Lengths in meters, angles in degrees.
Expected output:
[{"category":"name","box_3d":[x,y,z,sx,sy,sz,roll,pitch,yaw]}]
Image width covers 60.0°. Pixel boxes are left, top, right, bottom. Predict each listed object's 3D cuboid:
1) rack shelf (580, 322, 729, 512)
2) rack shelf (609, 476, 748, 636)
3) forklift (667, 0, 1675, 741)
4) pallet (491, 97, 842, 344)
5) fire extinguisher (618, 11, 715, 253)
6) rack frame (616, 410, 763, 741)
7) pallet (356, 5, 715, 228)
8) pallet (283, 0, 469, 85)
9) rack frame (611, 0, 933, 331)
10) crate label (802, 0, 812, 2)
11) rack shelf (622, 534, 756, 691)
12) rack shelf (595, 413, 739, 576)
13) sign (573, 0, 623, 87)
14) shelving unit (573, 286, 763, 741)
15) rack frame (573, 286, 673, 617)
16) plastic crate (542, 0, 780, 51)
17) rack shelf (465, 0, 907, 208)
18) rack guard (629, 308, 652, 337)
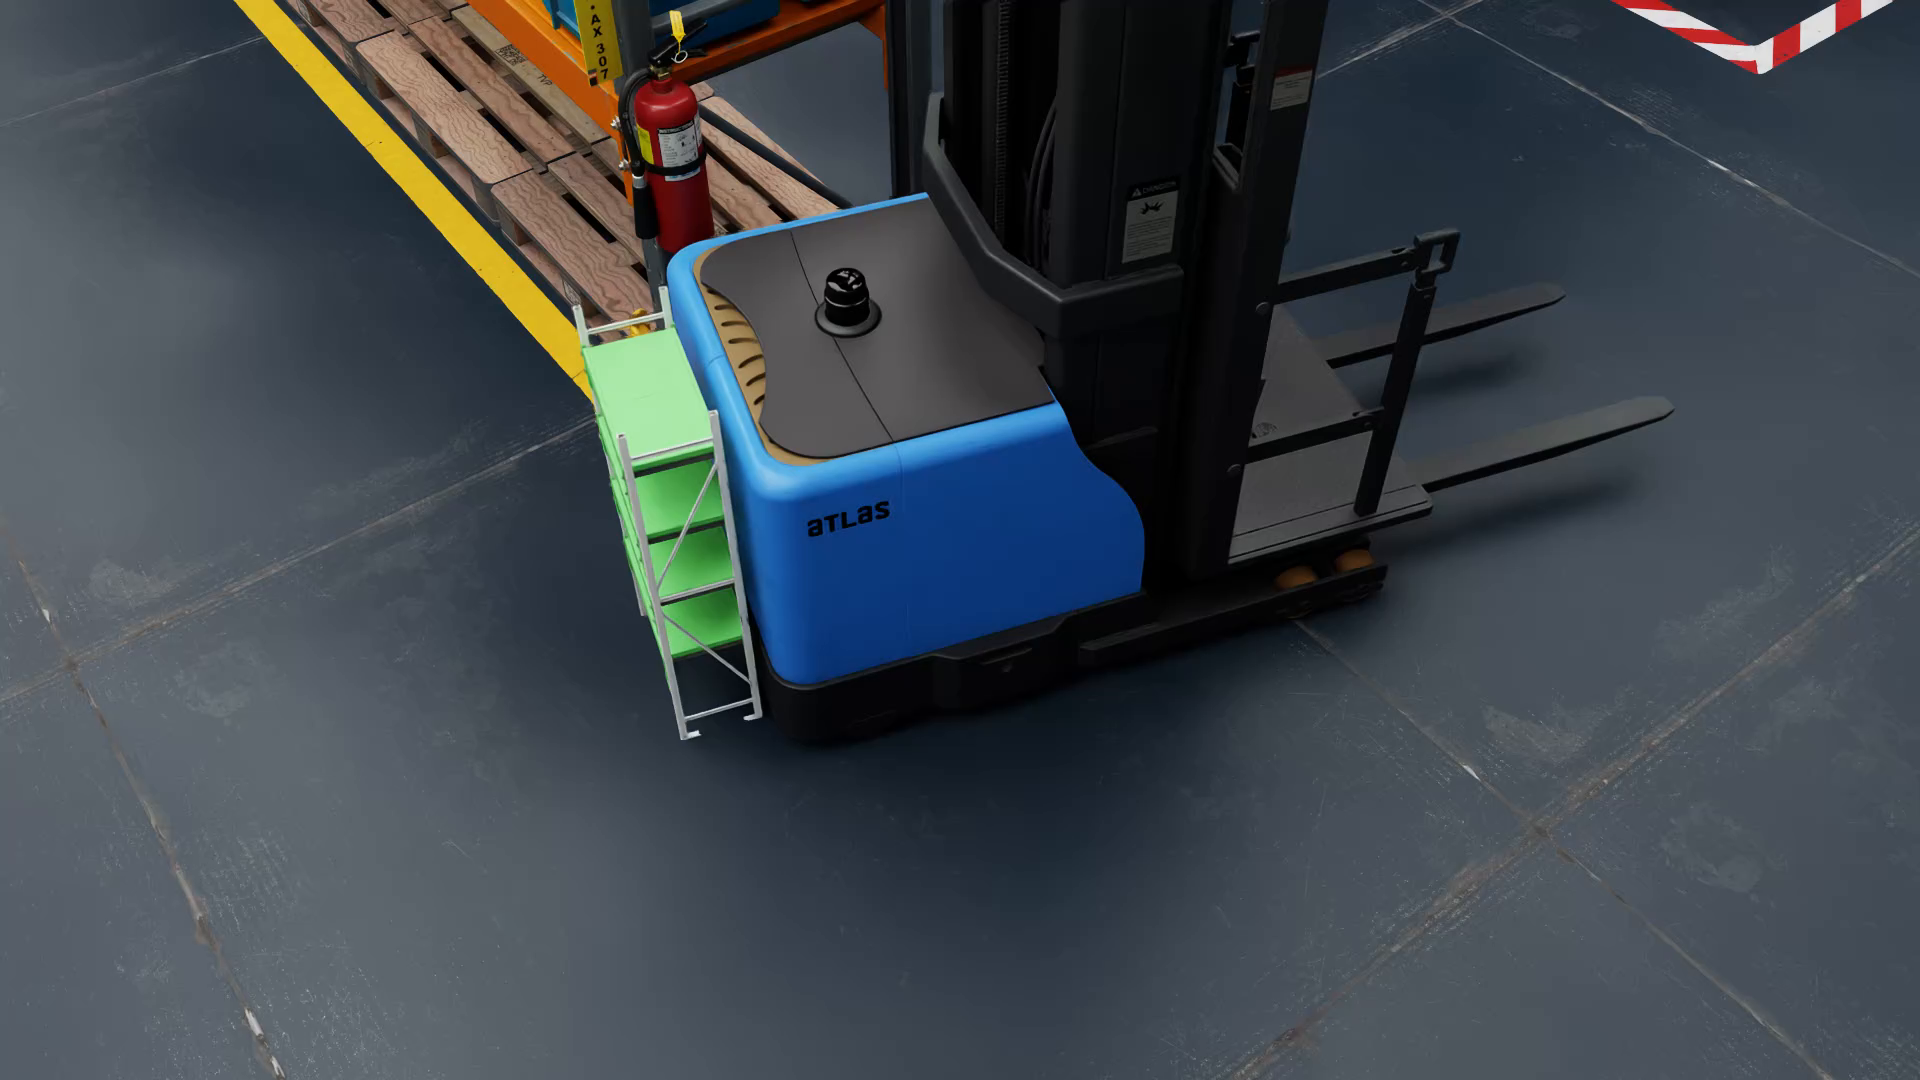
[{"category":"rack shelf","box_3d":[-0.768,-0.316,4.165,0.258,0.148,0.480,-16,50,-14]},{"category":"rack shelf","box_3d":[-0.768,0.006,4.521,0.258,0.148,0.480,-16,50,-14]},{"category":"forklift","box_3d":[0.759,-1.102,4.271,3.031,2.935,1.130,-15,50,-13]},{"category":"pallet","box_3d":[-0.986,-1.106,6.111,1.003,0.211,1.213,-29,54,-24]},{"category":"fire extinguisher","box_3d":[-0.788,-1.095,4.522,0.296,0.674,0.183,-29,54,-24]},{"category":"rack frame","box_3d":[-0.682,0.133,4.320,0.240,1.200,0.015,-16,50,-14]},{"category":"pallet","box_3d":[-1.720,-1.825,6.762,1.003,0.211,1.213,-29,54,-24]},{"category":"pallet","box_3d":[-2.463,-2.545,7.415,1.003,0.211,1.213,-29,54,-24]},{"category":"rack frame","box_3d":[-0.517,-1.539,4.621,1.000,3.000,0.127,-29,54,-24]},{"category":"crate label","box_3d":[-0.405,-1.797,4.927,0.416,0.233,0.303,-29,54,-24]},{"category":"rack shelf","box_3d":[-0.768,0.168,4.698,0.258,0.148,0.480,-16,50,-14]},{"category":"rack shelf","box_3d":[-0.768,-0.155,4.343,0.258,0.148,0.480,-16,50,-14]},{"category":"sign","box_3d":[-0.945,-1.338,4.328,0.100,0.325,0.005,-29,54,-24]},{"category":"shelving unit","box_3d":[-0.768,-0.037,4.473,0.258,1.200,0.503,-16,50,-14]},{"category":"rack frame","box_3d":[-0.854,-0.206,4.627,0.240,1.200,0.015,-16,50,-14]},{"category":"plastic crate","box_3d":[-0.869,-1.685,4.689,0.616,0.435,0.499,-29,54,-24]},{"category":"rack shelf","box_3d":[-1.728,-2.477,5.957,1.077,0.370,4.000,-29,54,-24]},{"category":"rack guard","box_3d":[-0.492,-0.691,5.539,1.175,0.500,0.348,-29,54,-24]}]
